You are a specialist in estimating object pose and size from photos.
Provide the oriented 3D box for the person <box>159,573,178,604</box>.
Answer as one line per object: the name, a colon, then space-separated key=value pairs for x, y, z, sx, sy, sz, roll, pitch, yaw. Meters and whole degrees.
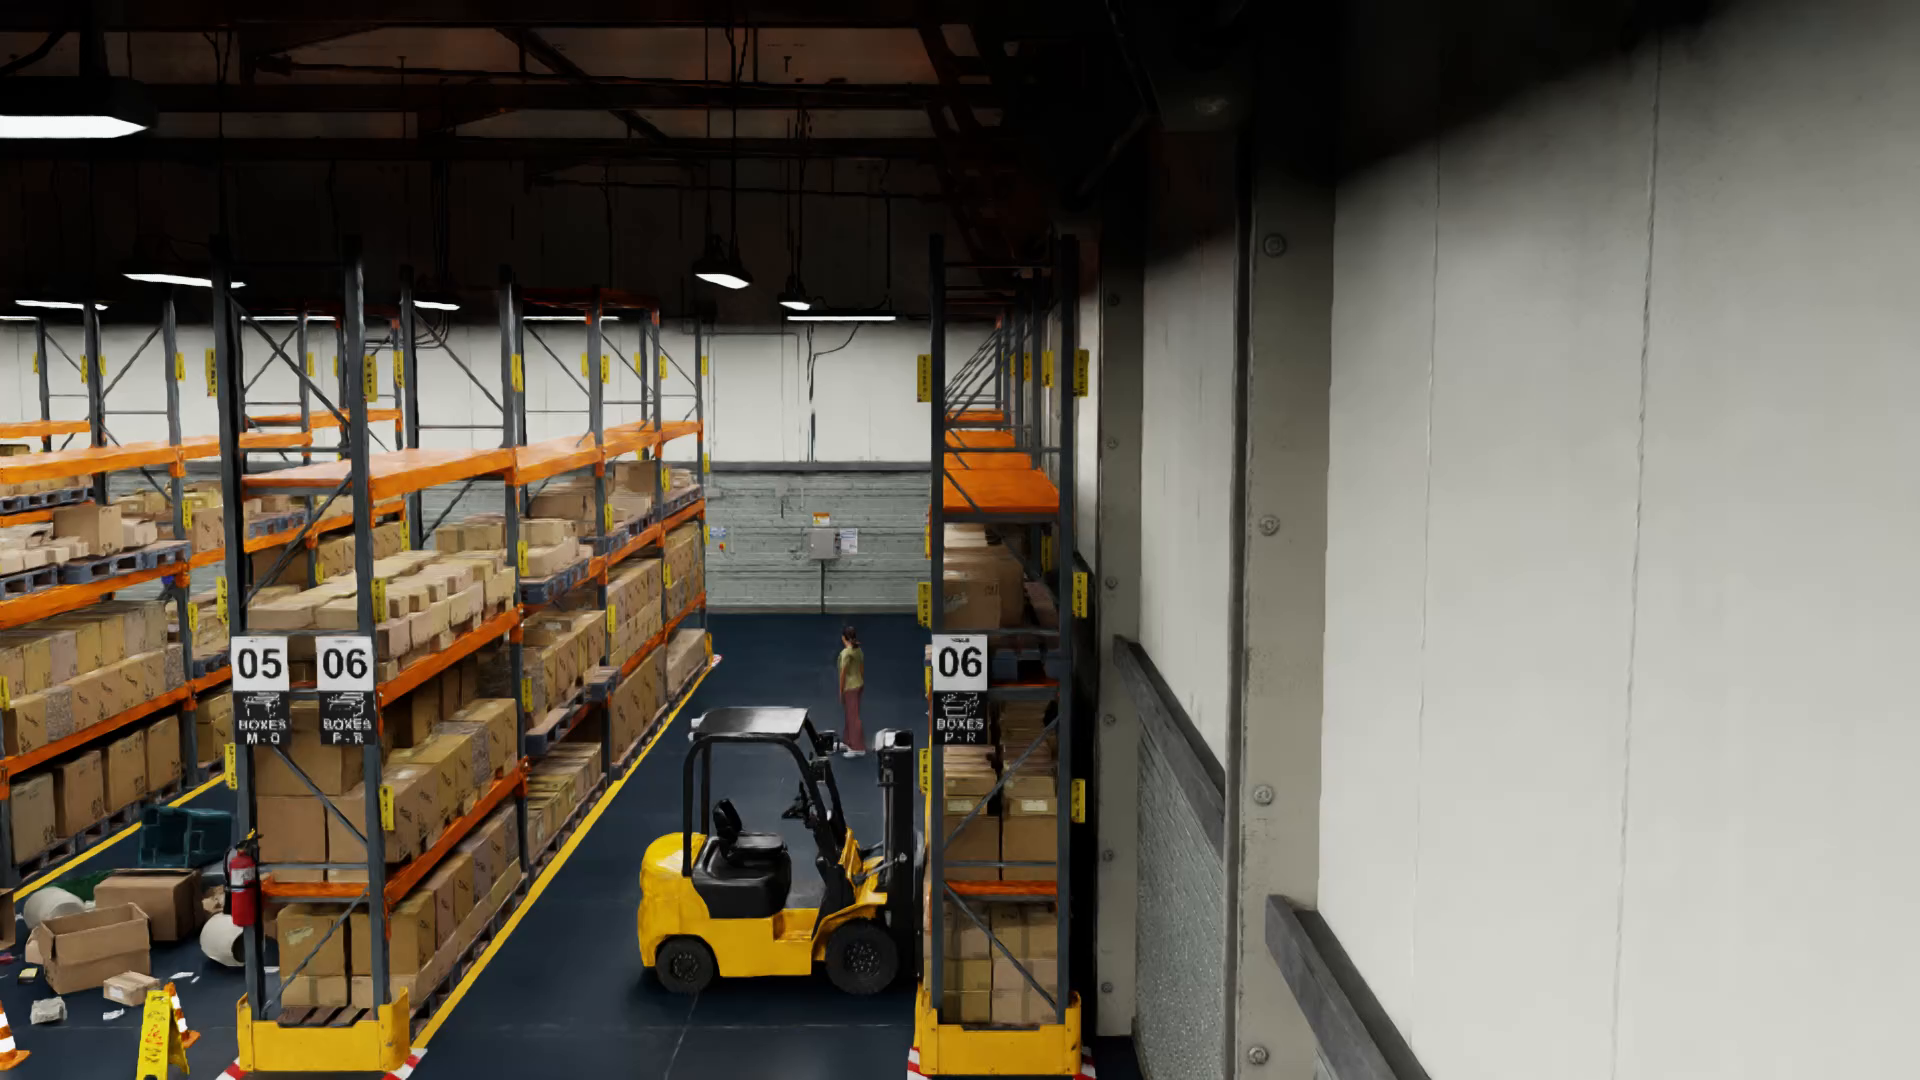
person: x=-14.686 y=0.938 z=31.090 sx=0.505 sy=1.591 sz=0.934 roll=2 pitch=7 yaw=21

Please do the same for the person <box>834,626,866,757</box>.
person: x=-1.453 y=1.937 z=21.611 sx=0.575 sy=1.665 sz=0.572 roll=2 pitch=7 yaw=21
